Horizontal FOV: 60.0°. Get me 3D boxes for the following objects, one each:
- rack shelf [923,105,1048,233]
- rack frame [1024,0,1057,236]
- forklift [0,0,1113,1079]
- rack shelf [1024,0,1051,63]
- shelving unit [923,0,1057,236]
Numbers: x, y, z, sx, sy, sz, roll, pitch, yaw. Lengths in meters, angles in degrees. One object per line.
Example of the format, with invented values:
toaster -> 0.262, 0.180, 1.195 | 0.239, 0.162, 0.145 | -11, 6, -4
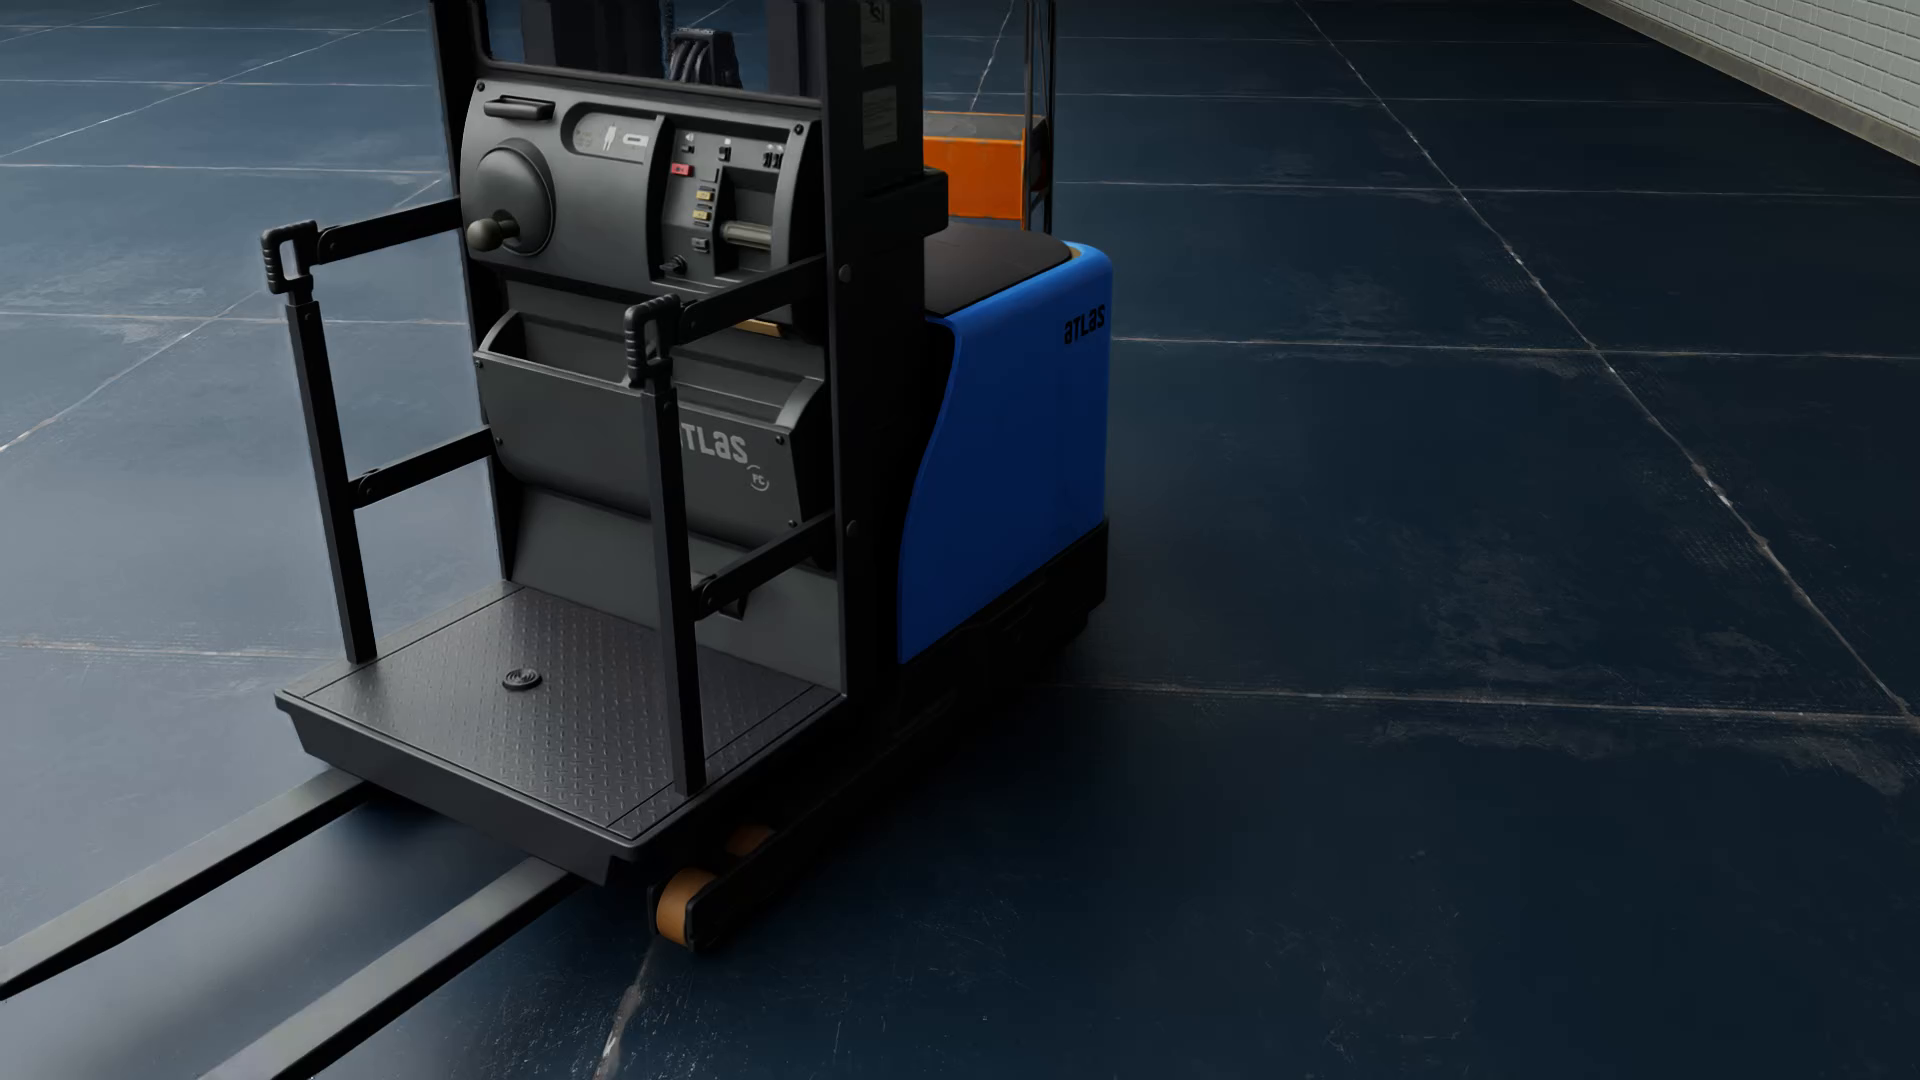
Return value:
rack shelf -> -0.004, -1.016, 4.979 | 0.480, 0.518, 0.431 | 6, 25, 12
rack frame -> 0.234, -1.005, 4.923 | 0.015, 2.100, 0.400 | 6, 25, 12
forklift -> -0.808, -0.715, 3.297 | 1.130, 2.935, 3.031 | 15, 29, 30
rack shelf -> -0.004, -1.652, 4.686 | 0.480, 0.518, 0.431 | 6, 25, 12
shelving unit -> -0.004, -1.028, 4.973 | 0.503, 2.100, 0.431 | 6, 25, 12
